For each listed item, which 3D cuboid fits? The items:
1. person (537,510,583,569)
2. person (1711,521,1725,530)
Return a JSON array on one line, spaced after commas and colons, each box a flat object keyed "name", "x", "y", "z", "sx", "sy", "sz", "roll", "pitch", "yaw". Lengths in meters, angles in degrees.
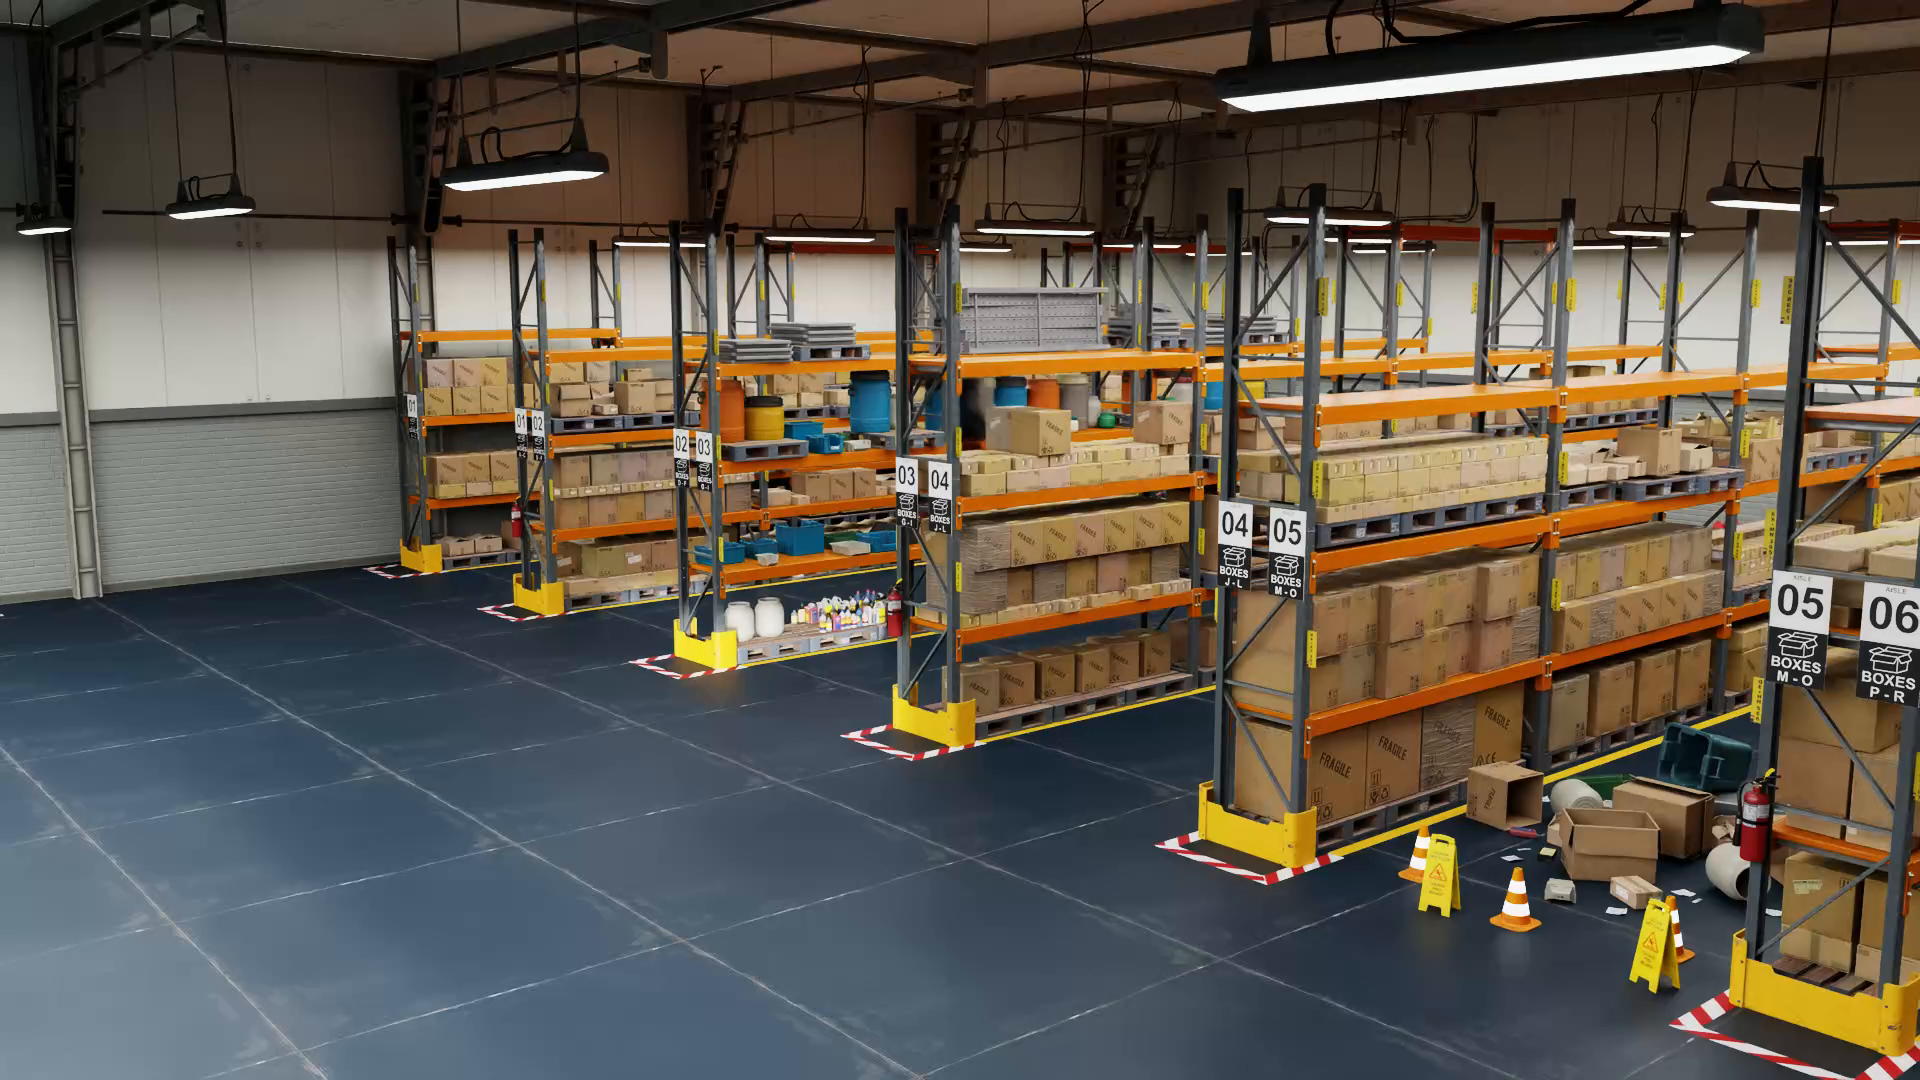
[{"name": "person", "x": -6.838, "y": -0.072, "z": 28.459, "sx": 0.672, "sy": 1.842, "sz": 0.902, "roll": 8, "pitch": 12, "yaw": 42}, {"name": "person", "x": 11.329, "y": 0.549, "z": 24.746, "sx": 0.654, "sy": 1.719, "sz": 0.792, "roll": 8, "pitch": 12, "yaw": 44}]
